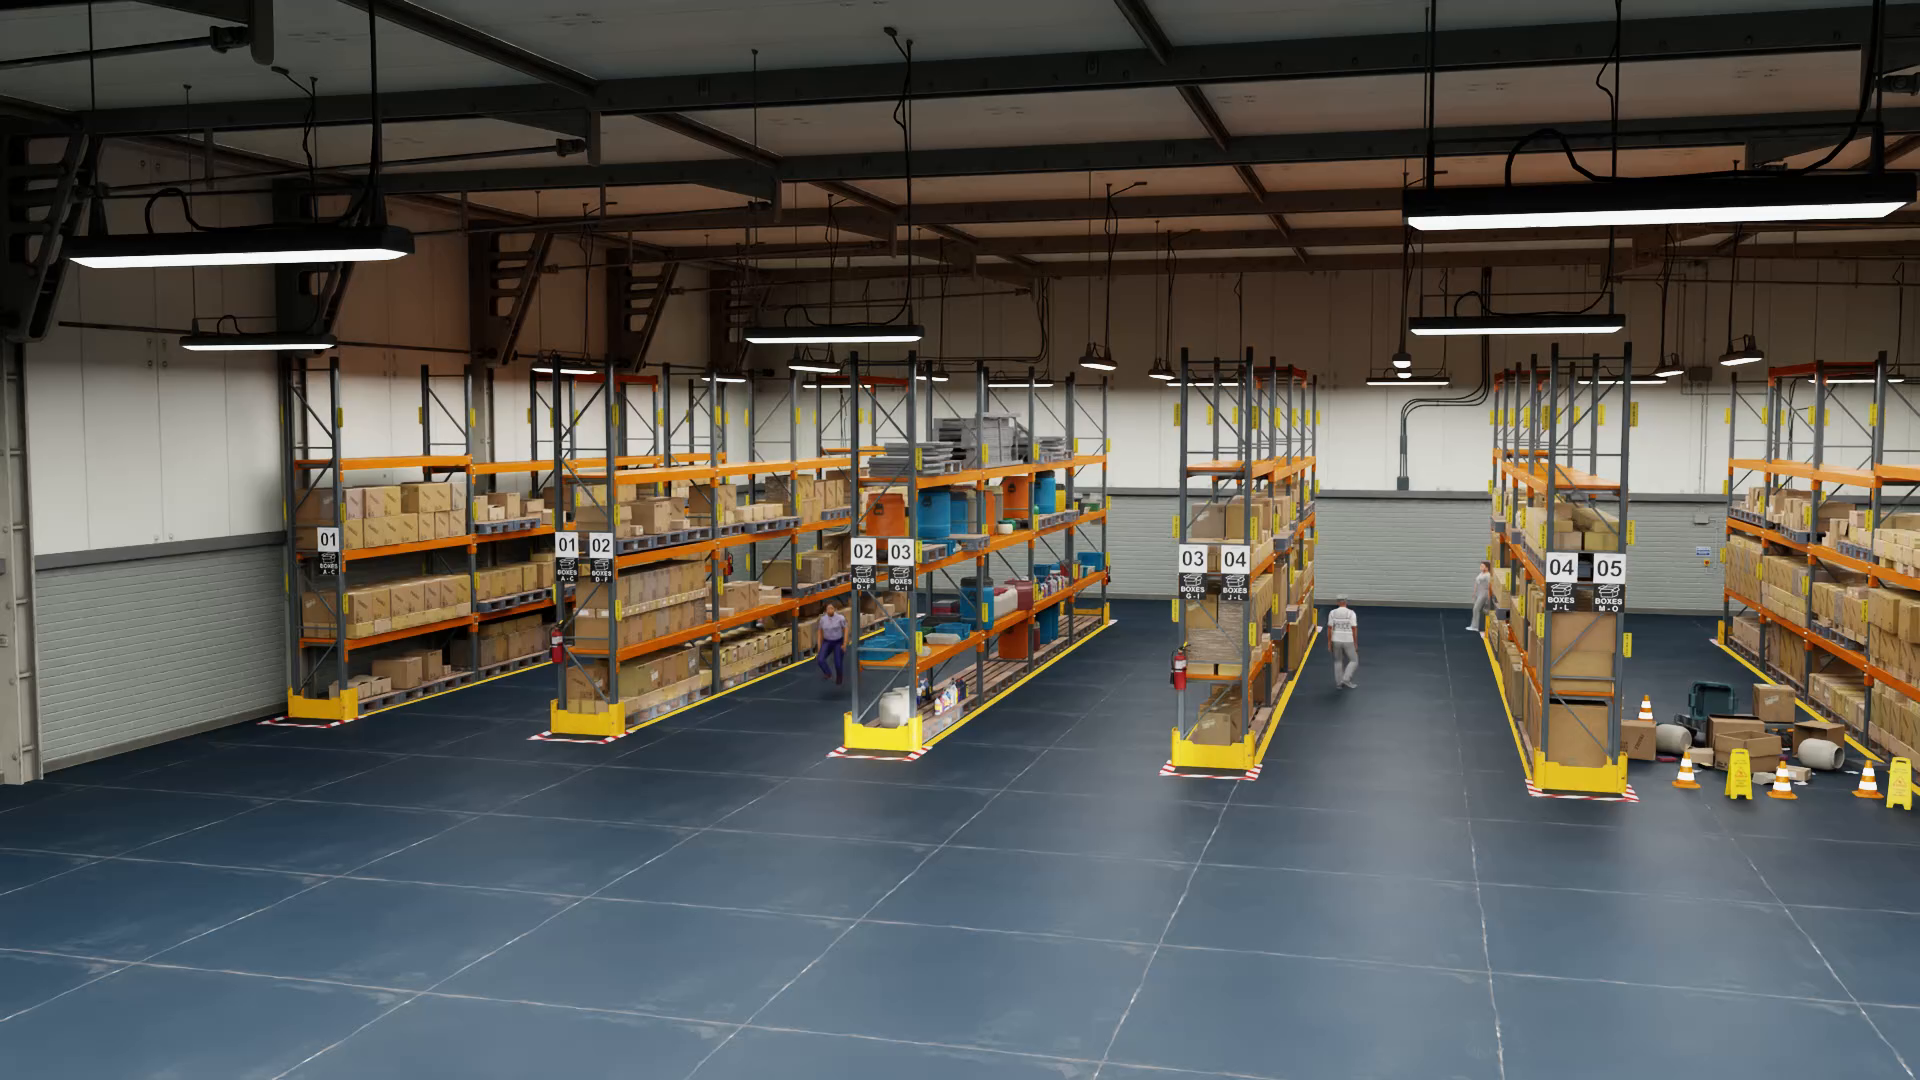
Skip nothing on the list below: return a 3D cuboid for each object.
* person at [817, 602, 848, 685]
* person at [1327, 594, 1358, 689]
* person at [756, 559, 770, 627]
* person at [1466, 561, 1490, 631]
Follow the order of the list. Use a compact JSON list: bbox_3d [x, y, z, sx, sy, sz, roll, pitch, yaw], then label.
[{"bbox_3d":[-2.315,1.885,30.076,0.571,1.561,0.630,1,4,11],"label":"person"},{"bbox_3d":[7.046,1.885,30.614,0.581,1.754,0.547,2,5,26],"label":"person"},{"bbox_3d":[-4.597,1.262,39.749,0.528,1.604,1.064,1,4,16],"label":"person"},{"bbox_3d":[12.282,1.309,38.984,0.861,1.641,0.438,-1,4,-7],"label":"person"}]
